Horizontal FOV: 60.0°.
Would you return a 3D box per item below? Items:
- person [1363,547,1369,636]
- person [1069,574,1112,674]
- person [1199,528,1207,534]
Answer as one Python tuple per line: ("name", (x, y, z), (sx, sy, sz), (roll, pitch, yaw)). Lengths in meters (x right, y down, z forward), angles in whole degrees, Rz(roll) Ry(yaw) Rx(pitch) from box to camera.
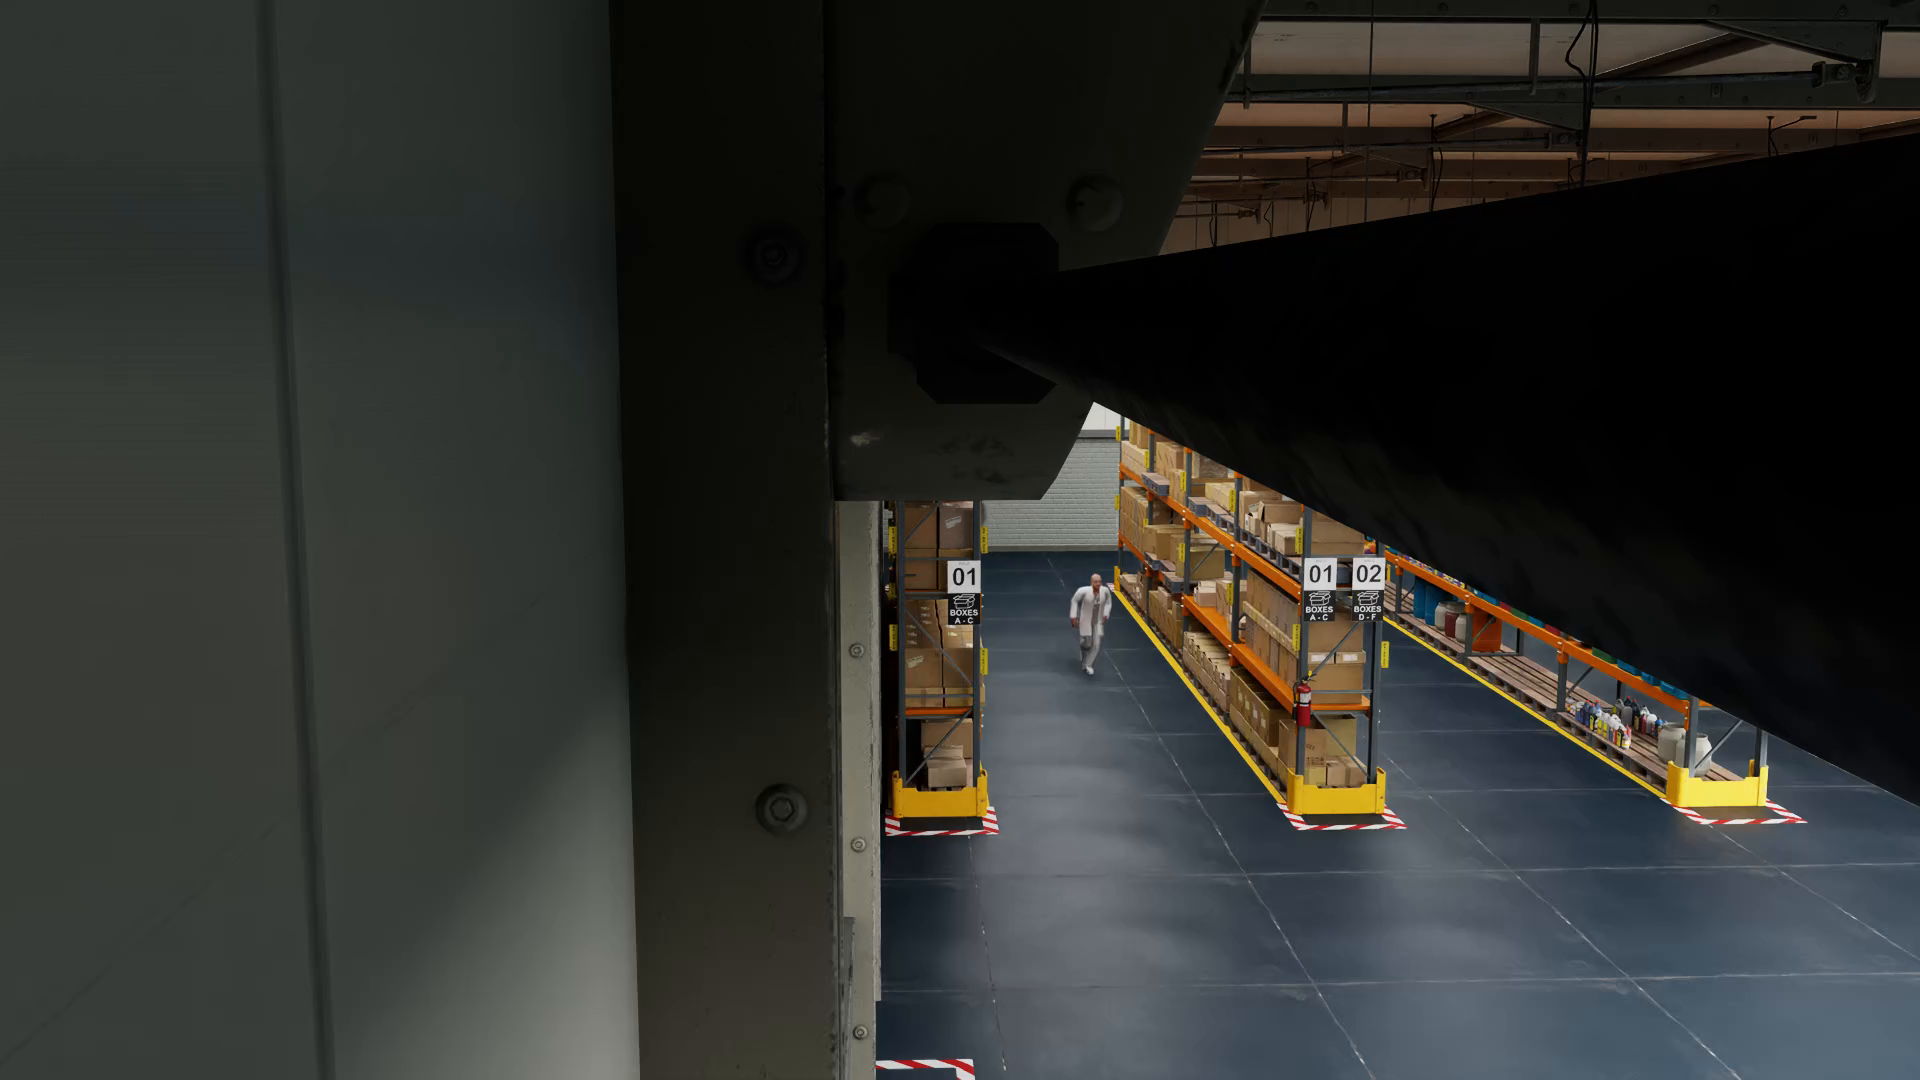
("person", (7.468, 1.016, 30.841), (0.673, 1.820, 0.788), (0, 8, 3))
("person", (2.235, 1.404, 28.453), (0.708, 1.712, 0.713), (-3, 9, -19))
("person", (5.336, 0.176, 37.149), (0.597, 1.723, 0.741), (-4, 9, -26))
